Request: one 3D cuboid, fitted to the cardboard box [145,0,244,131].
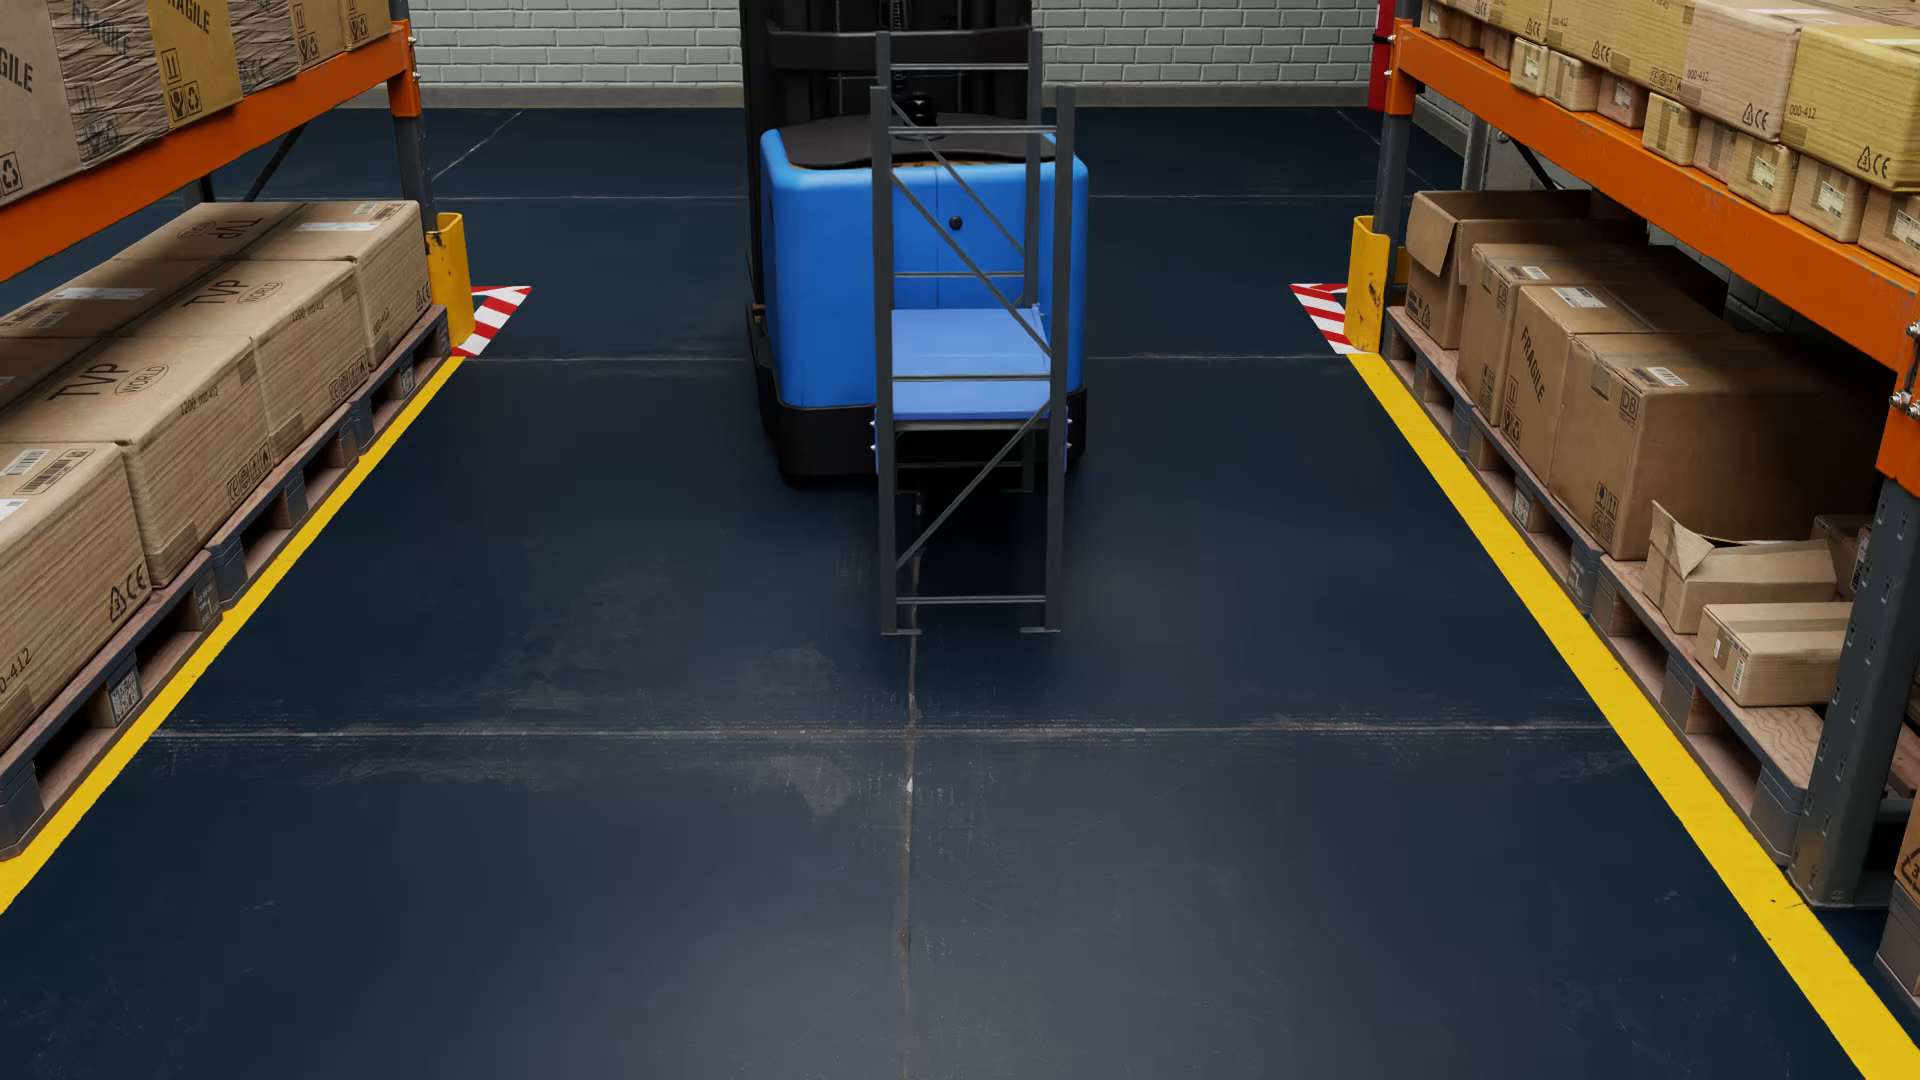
[{"bbox_3d":[-2.414,-1.450,4.695,0.500,0.500,0.500,0,24,1],"label":"cardboard box"}]

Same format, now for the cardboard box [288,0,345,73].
[{"bbox_3d":[-2.448,-1.875,5.634,0.500,0.500,0.500,-1,24,-2],"label":"cardboard box"}]

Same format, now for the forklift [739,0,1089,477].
[{"bbox_3d":[-0.316,-2.125,6.391,1.130,2.935,3.031,-4,25,-9],"label":"forklift"}]

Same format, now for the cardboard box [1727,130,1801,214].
[{"bbox_3d":[1.991,-0.839,3.771,0.380,0.149,0.250,0,24,1],"label":"cardboard box"}]

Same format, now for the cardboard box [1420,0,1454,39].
[{"bbox_3d":[1.984,-2.007,6.351,0.380,0.149,0.250,0,24,-1],"label":"cardboard box"}]

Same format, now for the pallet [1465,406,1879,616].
[{"bbox_3d":[2.276,-0.126,5.272,1.003,0.211,1.213,0,24,-1],"label":"pallet"}]

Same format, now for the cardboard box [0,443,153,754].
[{"bbox_3d":[-2.564,0.131,3.919,0.875,0.438,0.875,-1,24,-1],"label":"cardboard box"}]

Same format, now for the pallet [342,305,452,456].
[{"bbox_3d":[-2.621,-0.634,6.396,1.003,0.211,1.213,0,24,-1],"label":"pallet"}]

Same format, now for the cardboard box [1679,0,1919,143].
[{"bbox_3d":[2.029,-1.092,3.845,0.500,0.250,0.500,0,24,0],"label":"cardboard box"}]

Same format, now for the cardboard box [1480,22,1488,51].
[{"bbox_3d":[2.071,-1.794,5.881,0.380,0.149,0.250,-1,24,-1],"label":"cardboard box"}]

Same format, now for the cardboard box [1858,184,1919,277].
[{"bbox_3d":[2.043,-0.625,3.297,0.380,0.149,0.250,0,24,0],"label":"cardboard box"}]

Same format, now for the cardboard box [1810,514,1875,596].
[{"bbox_3d":[2.523,0.046,4.458,0.380,0.149,0.250,-1,24,-1],"label":"cardboard box"}]

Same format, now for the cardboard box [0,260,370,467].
[{"bbox_3d":[-2.583,-0.609,5.557,0.875,0.438,0.875,0,24,1],"label":"cardboard box"}]

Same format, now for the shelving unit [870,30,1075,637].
[{"bbox_3d":[0.014,-0.631,4.826,0.538,1.500,1.048,-1,24,-2],"label":"shelving unit"}]

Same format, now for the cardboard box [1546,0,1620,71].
[{"bbox_3d":[2.032,-1.510,4.769,0.500,0.250,0.500,-1,24,-2],"label":"cardboard box"}]

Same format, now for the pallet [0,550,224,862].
[{"bbox_3d":[-2.595,0.371,4.173,1.003,0.211,1.213,0,24,-1],"label":"pallet"}]

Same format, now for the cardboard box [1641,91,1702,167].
[{"bbox_3d":[1.985,-1.053,4.243,0.380,0.149,0.250,-1,24,-1],"label":"cardboard box"}]

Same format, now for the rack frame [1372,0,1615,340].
[{"bbox_3d":[2.255,-2.258,6.602,1.000,3.000,0.127,0,24,-1],"label":"rack frame"}]

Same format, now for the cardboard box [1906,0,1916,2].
[{"bbox_3d":[2.547,-1.301,4.308,0.500,0.250,0.500,0,24,1],"label":"cardboard box"}]

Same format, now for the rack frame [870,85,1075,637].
[{"bbox_3d":[0.031,-0.422,4.363,0.500,1.500,0.032,-1,24,-2],"label":"rack frame"}]

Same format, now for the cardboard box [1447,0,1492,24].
[{"bbox_3d":[1.996,-1.929,5.696,0.500,0.250,0.500,0,24,0],"label":"cardboard box"}]

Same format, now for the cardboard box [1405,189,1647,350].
[{"bbox_3d":[2.167,-1.059,6.472,0.797,0.503,0.637,-1,24,-3],"label":"cardboard box"}]

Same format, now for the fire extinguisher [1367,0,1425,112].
[{"bbox_3d":[1.791,-2.111,6.824,0.296,0.674,0.183,0,24,-1],"label":"fire extinguisher"}]

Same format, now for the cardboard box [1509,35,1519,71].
[{"bbox_3d":[2.021,-1.580,5.408,0.380,0.149,0.250,0,24,0],"label":"cardboard box"}]

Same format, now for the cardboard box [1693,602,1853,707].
[{"bbox_3d":[1.999,0.270,3.963,0.380,0.149,0.250,-1,24,-2],"label":"cardboard box"}]

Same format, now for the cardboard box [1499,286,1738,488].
[{"bbox_3d":[2.043,-0.487,5.210,0.500,0.500,0.500,0,24,0],"label":"cardboard box"}]

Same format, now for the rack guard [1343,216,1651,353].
[{"bbox_3d":[2.256,-1.087,7.048,1.175,0.500,0.348,0,24,-1],"label":"rack guard"}]

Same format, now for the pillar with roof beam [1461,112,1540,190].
[{"bbox_3d":[-1.178,-6.087,7.788,9.100,9.000,0.400,0,24,-1],"label":"pillar with roof beam"}]

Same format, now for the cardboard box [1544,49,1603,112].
[{"bbox_3d":[1.972,-1.367,4.938,0.380,0.149,0.250,0,24,1],"label":"cardboard box"}]

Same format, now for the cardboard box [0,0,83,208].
[{"bbox_3d":[-2.409,-1.033,3.773,0.500,0.500,0.500,0,24,0],"label":"cardboard box"}]

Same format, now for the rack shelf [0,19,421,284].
[{"bbox_3d":[-2.686,-1.082,4.875,1.077,0.370,4.000,0,24,-1],"label":"rack shelf"}]

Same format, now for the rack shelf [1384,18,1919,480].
[{"bbox_3d":[2.277,-1.106,4.928,1.077,0.370,4.000,0,24,-1],"label":"rack shelf"}]
